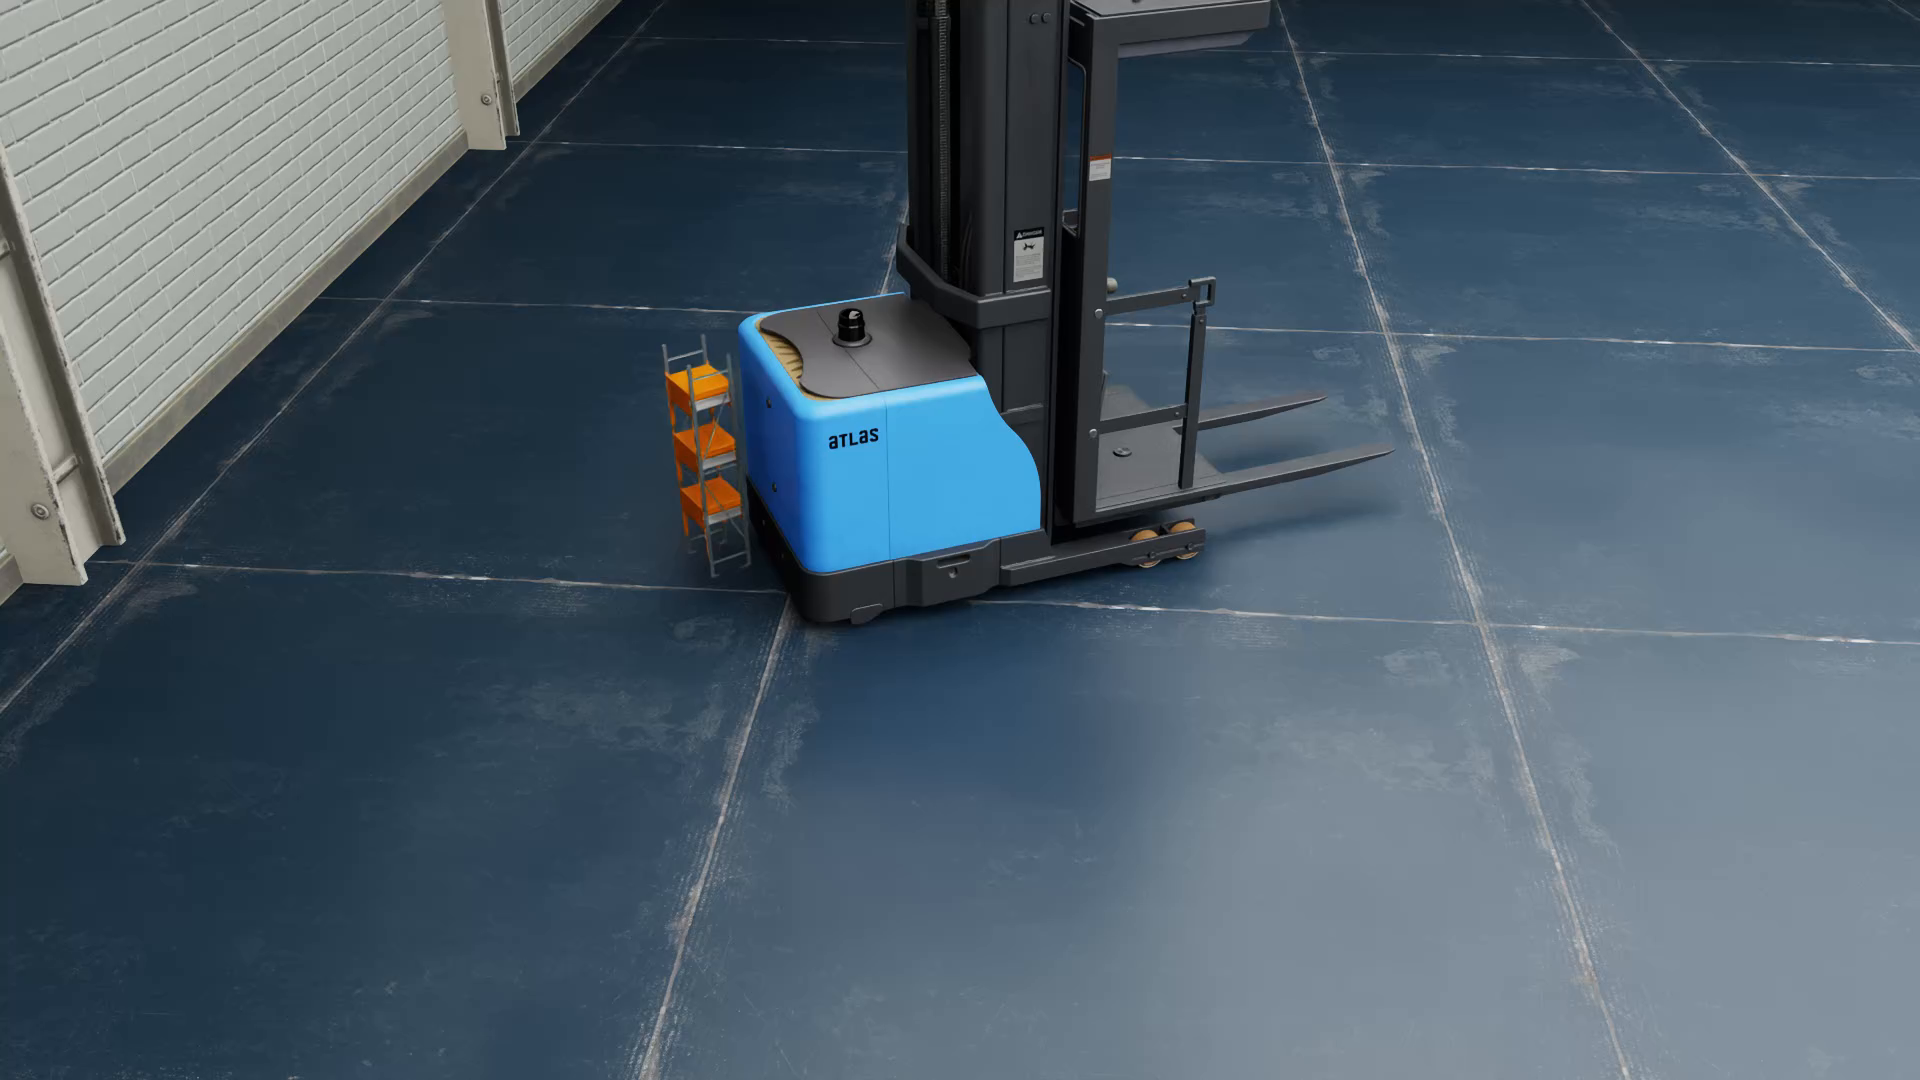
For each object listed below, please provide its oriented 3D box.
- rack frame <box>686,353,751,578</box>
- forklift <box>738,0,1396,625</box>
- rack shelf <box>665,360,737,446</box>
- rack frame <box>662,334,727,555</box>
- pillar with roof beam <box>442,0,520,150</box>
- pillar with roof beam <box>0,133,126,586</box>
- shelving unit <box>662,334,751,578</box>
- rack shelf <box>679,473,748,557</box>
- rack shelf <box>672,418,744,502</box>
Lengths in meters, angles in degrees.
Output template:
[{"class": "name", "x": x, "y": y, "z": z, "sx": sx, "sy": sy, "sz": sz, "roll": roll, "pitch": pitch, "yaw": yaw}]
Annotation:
[{"class": "rack frame", "x": -1.044, "y": -0.309, "z": 7.240, "sx": 0.200, "sy": 1.050, "sz": 0.008, "roll": -20, "pitch": 36, "yaw": -28}, {"class": "forklift", "x": 0.581, "y": -1.368, "z": 7.177, "sx": 3.031, "sy": 2.935, "sz": 1.130, "roll": -12, "pitch": 34, "yaw": -18}, {"class": "rack shelf", "x": -1.116, "y": -0.593, "z": 7.185, "sx": 0.215, "sy": 0.259, "sz": 0.240, "roll": -20, "pitch": 36, "yaw": -28}, {"class": "rack frame", "x": -1.178, "y": -0.412, "z": 7.415, "sx": 0.200, "sy": 1.050, "sz": 0.008, "roll": -20, "pitch": 36, "yaw": -28}, {"class": "pillar with roof beam", "x": 0.724, "y": -6.692, "z": 10.031, "sx": 9.100, "sy": 9.000, "sz": 0.400, "roll": 2, "pitch": 32, "yaw": 4}, {"class": "pillar with roof beam", "x": 0.235, "y": -3.554, "z": 4.940, "sx": 9.100, "sy": 9.000, "sz": 0.400, "roll": 2, "pitch": 32, "yaw": 4}, {"class": "shelving unit", "x": -1.111, "y": -0.360, "z": 7.328, "sx": 0.215, "sy": 1.050, "sz": 0.252, "roll": -20, "pitch": 36, "yaw": -28}, {"class": "rack shelf", "x": -1.105, "y": -0.114, "z": 7.478, "sx": 0.215, "sy": 0.259, "sz": 0.240, "roll": -20, "pitch": 36, "yaw": -28}, {"class": "rack shelf", "x": -1.111, "y": -0.351, "z": 7.333, "sx": 0.215, "sy": 0.259, "sz": 0.240, "roll": -20, "pitch": 36, "yaw": -28}]
